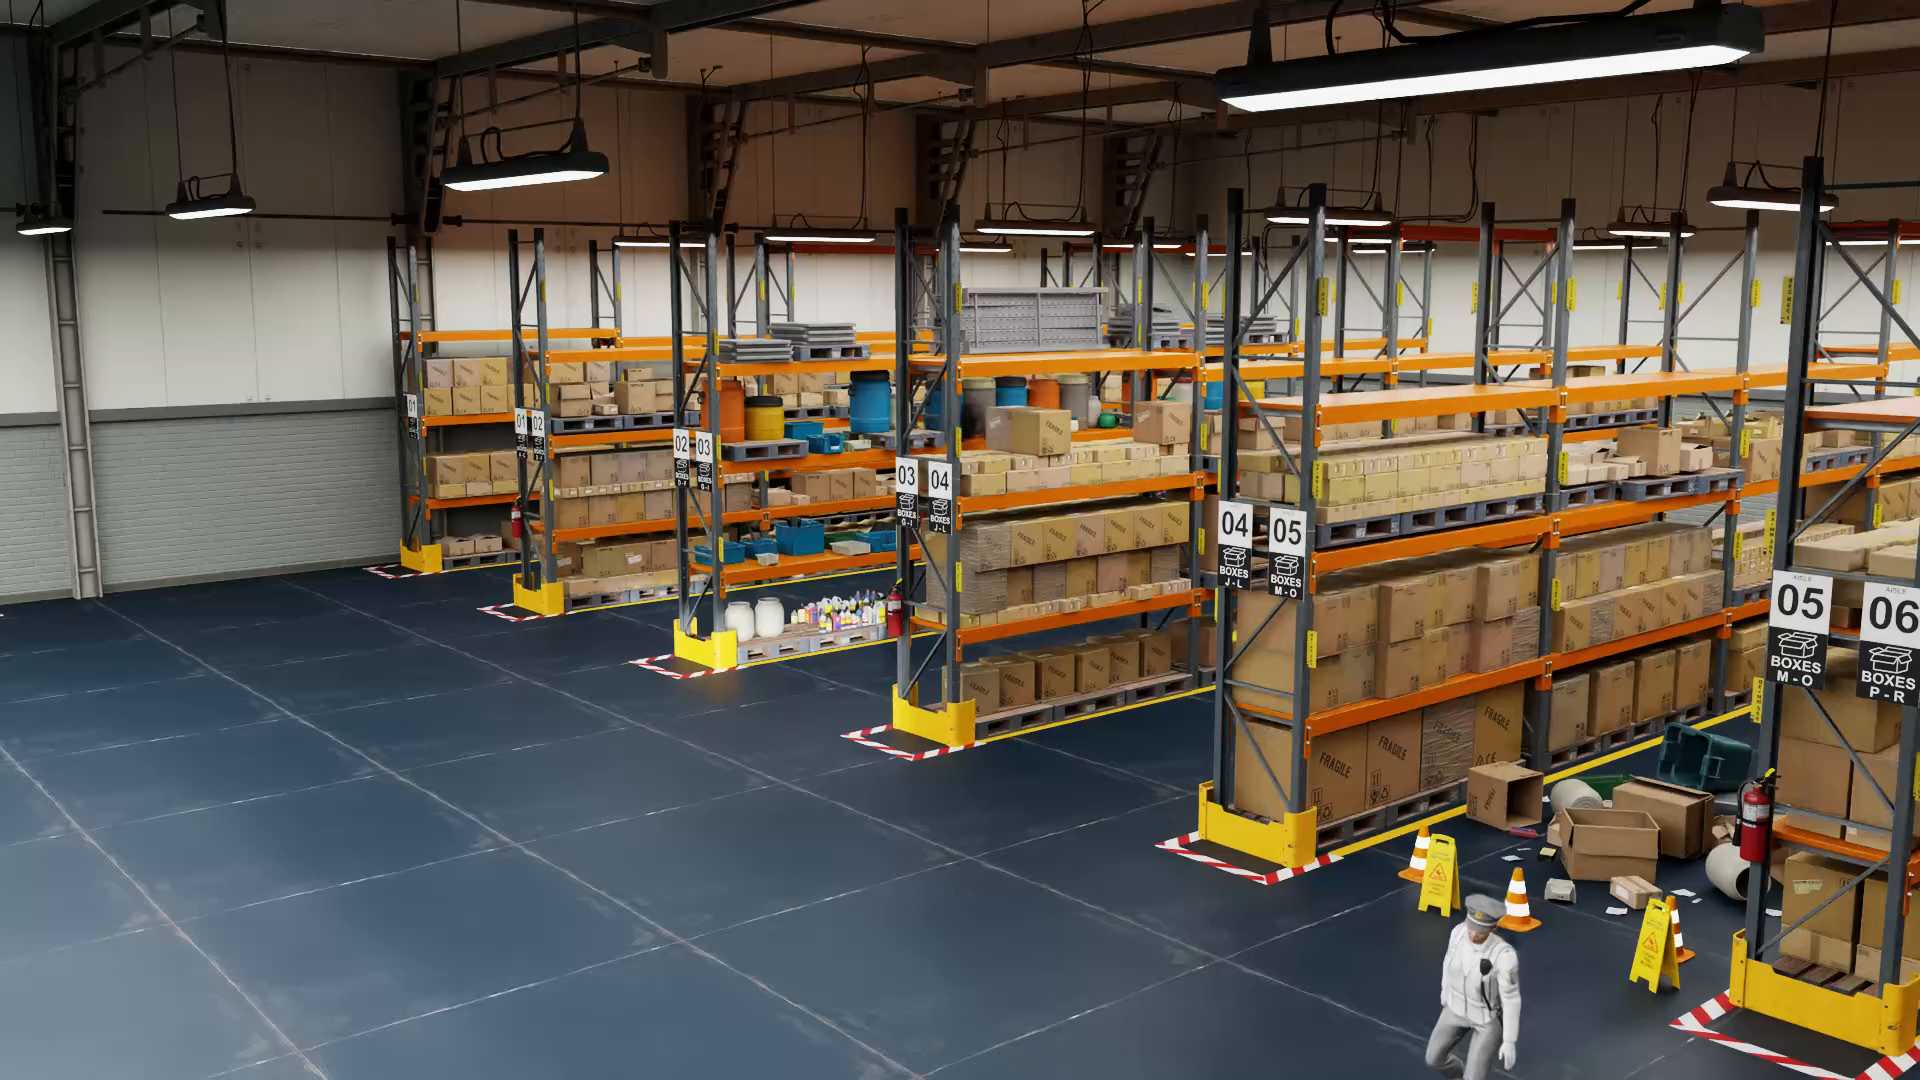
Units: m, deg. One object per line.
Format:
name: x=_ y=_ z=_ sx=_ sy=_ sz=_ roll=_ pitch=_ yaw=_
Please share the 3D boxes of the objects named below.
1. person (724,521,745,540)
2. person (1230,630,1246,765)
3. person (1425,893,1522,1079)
person: x=-4.241 y=-0.456 z=31.230 sx=0.640 sy=1.682 sz=0.803 roll=5 pitch=10 yaw=27
person: x=3.282 y=1.688 z=17.960 sx=1.169 sy=1.541 sz=0.695 roll=-4 pitch=10 yaw=-23
person: x=3.119 y=2.859 z=10.046 sx=0.625 sy=1.576 sz=0.733 roll=-8 pitch=12 yaw=-42
